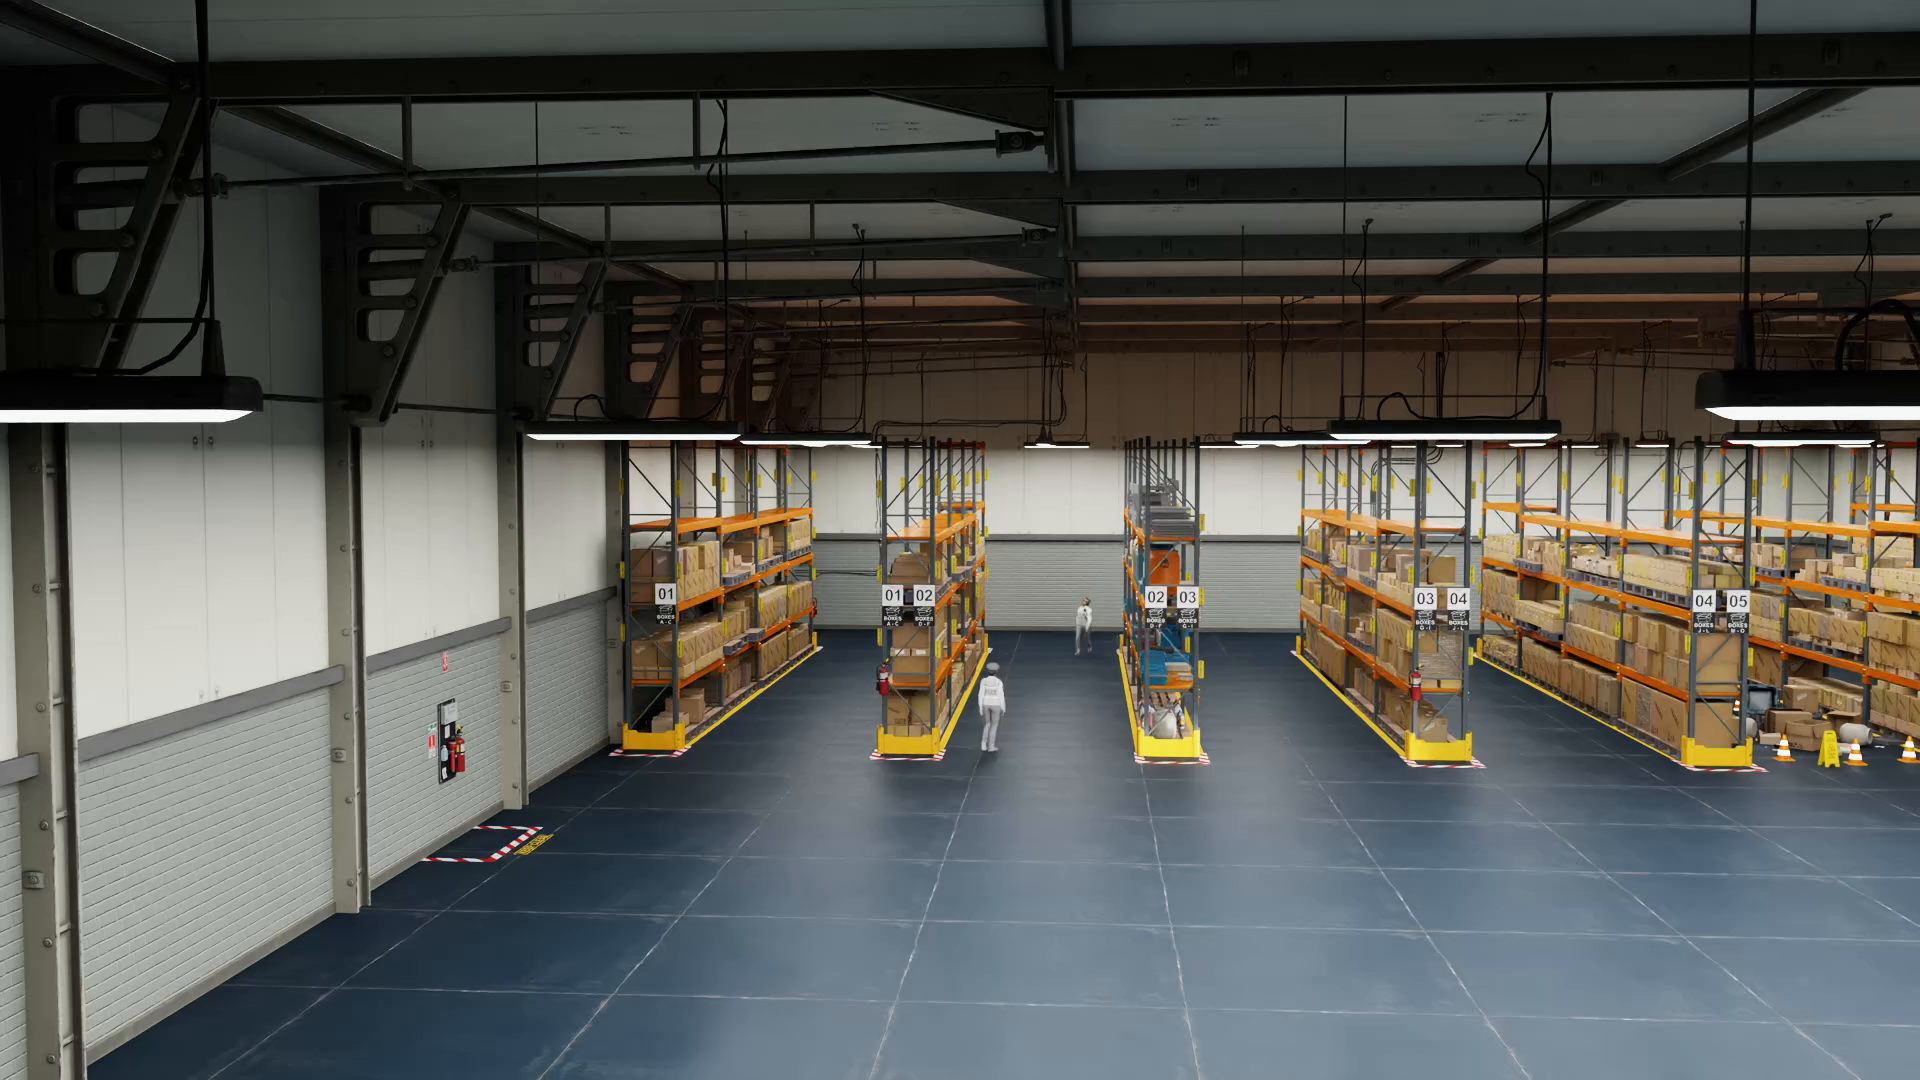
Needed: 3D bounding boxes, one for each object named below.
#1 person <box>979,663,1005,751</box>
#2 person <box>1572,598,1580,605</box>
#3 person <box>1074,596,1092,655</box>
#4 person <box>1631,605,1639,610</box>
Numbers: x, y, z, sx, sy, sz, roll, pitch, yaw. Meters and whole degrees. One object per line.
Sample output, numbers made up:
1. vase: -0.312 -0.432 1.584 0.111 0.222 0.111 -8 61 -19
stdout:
1. person: 0.629 3.179 31.613 0.487 1.701 0.402 2 4 30
2. person: 17.156 2.421 46.444 1.014 1.588 0.544 2 4 32
3. person: 3.458 2.394 46.623 0.513 1.644 0.846 1 3 17
4. person: 17.659 2.551 43.674 0.510 1.700 0.670 -1 3 -20
